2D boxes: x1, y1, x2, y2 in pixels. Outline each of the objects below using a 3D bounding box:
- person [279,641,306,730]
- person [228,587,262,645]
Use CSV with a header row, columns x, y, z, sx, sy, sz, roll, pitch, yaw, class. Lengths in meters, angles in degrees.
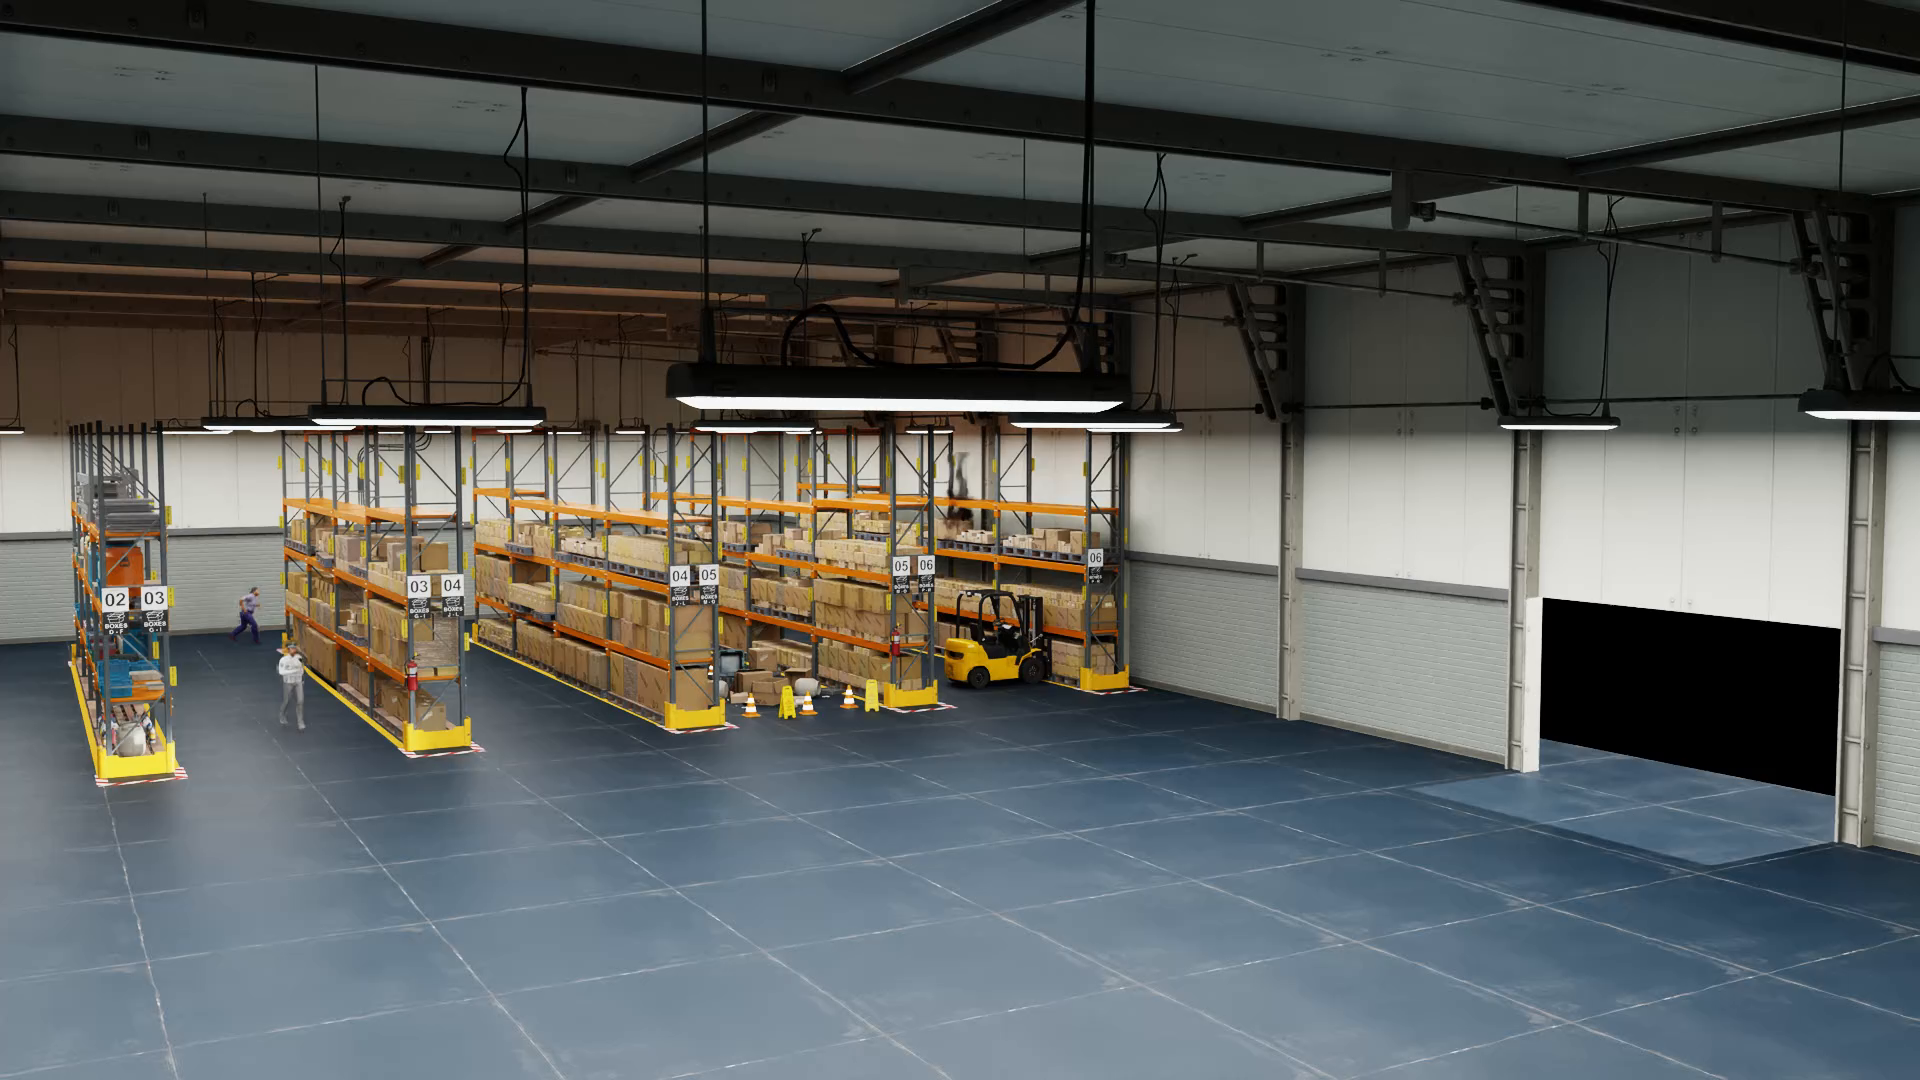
x,y,z,sx,sy,sz,roll,pitch,yaw,class
-13.147,2.837,32.709,0.589,1.720,0.883,-3,5,-45,person
-19.725,2.126,45.865,0.900,1.647,0.625,0,4,-4,person
